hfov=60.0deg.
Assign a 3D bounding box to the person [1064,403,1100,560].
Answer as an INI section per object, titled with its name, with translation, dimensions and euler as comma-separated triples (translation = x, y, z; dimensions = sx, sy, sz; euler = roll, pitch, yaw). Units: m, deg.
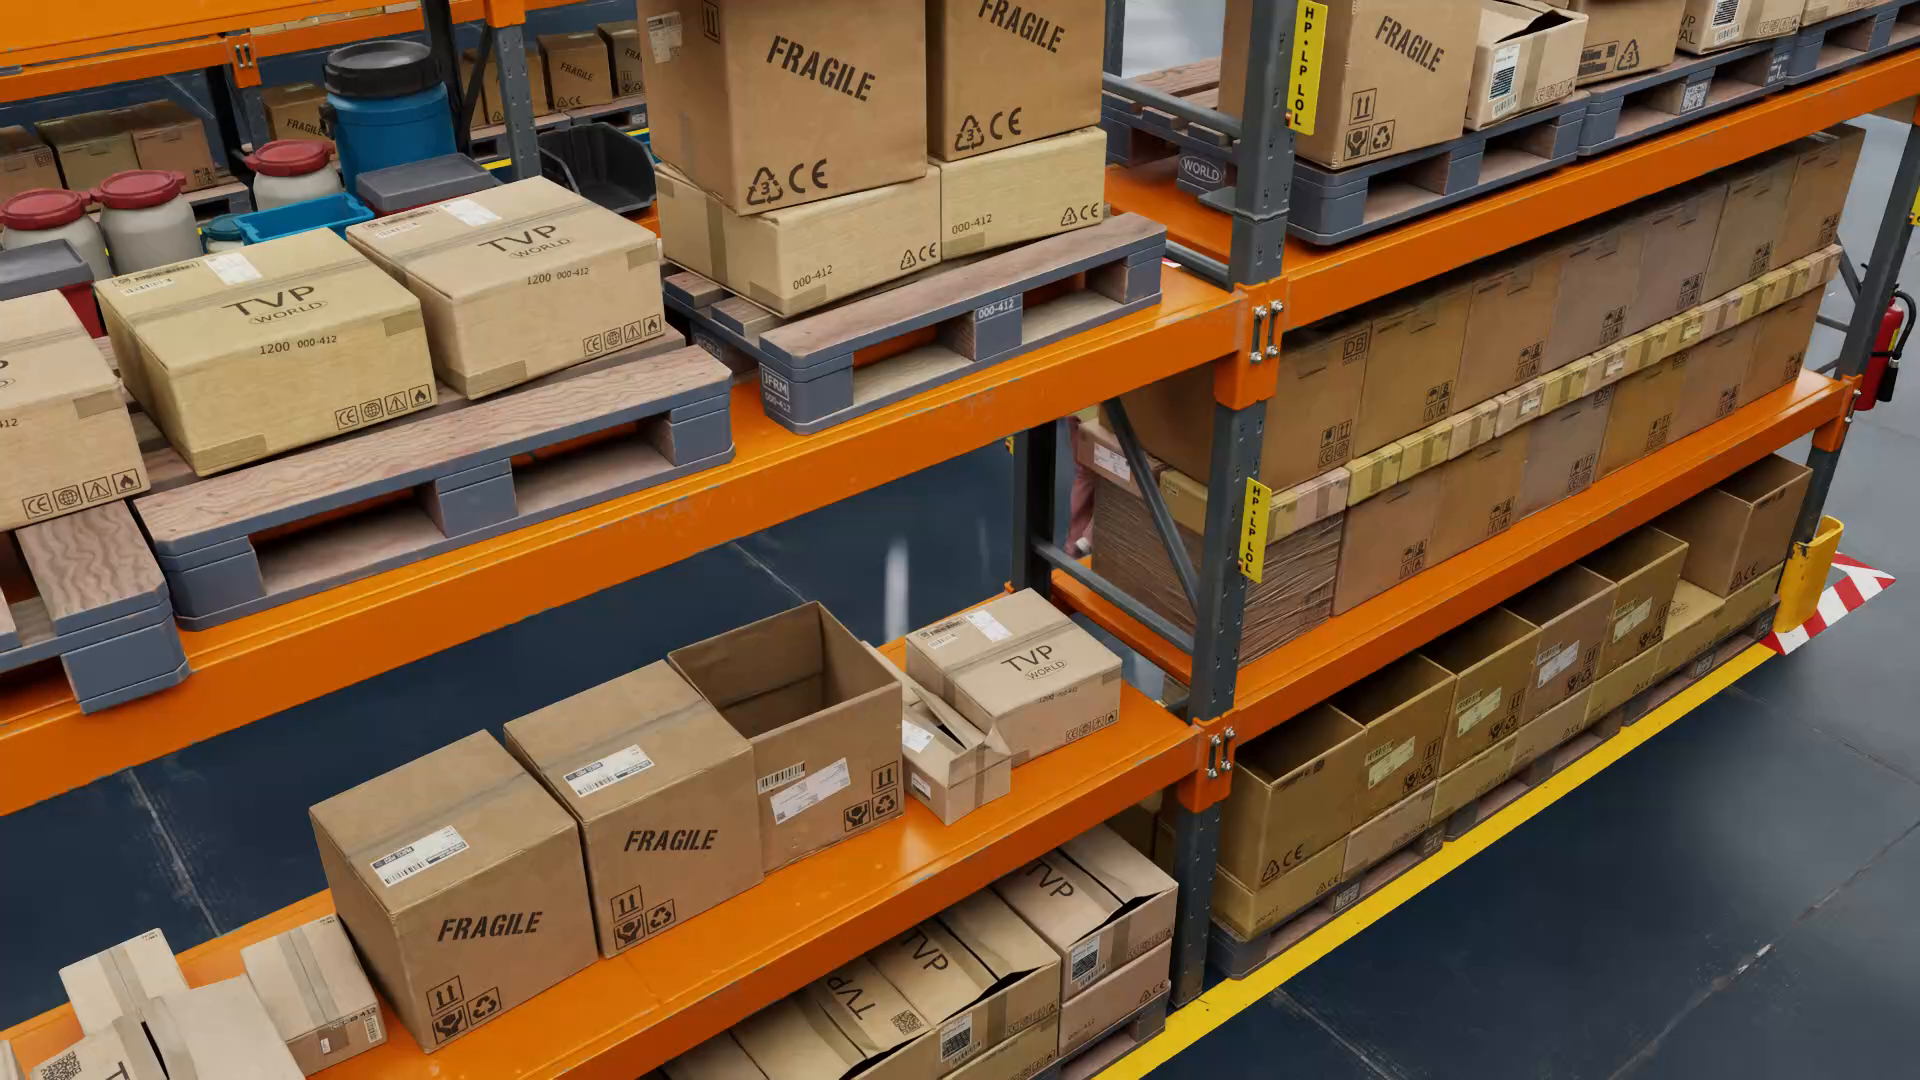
[person]
translation = 0.690, -0.591, 8.049
dimensions = 0.467, 1.669, 0.448
euler = -19, 37, -27
